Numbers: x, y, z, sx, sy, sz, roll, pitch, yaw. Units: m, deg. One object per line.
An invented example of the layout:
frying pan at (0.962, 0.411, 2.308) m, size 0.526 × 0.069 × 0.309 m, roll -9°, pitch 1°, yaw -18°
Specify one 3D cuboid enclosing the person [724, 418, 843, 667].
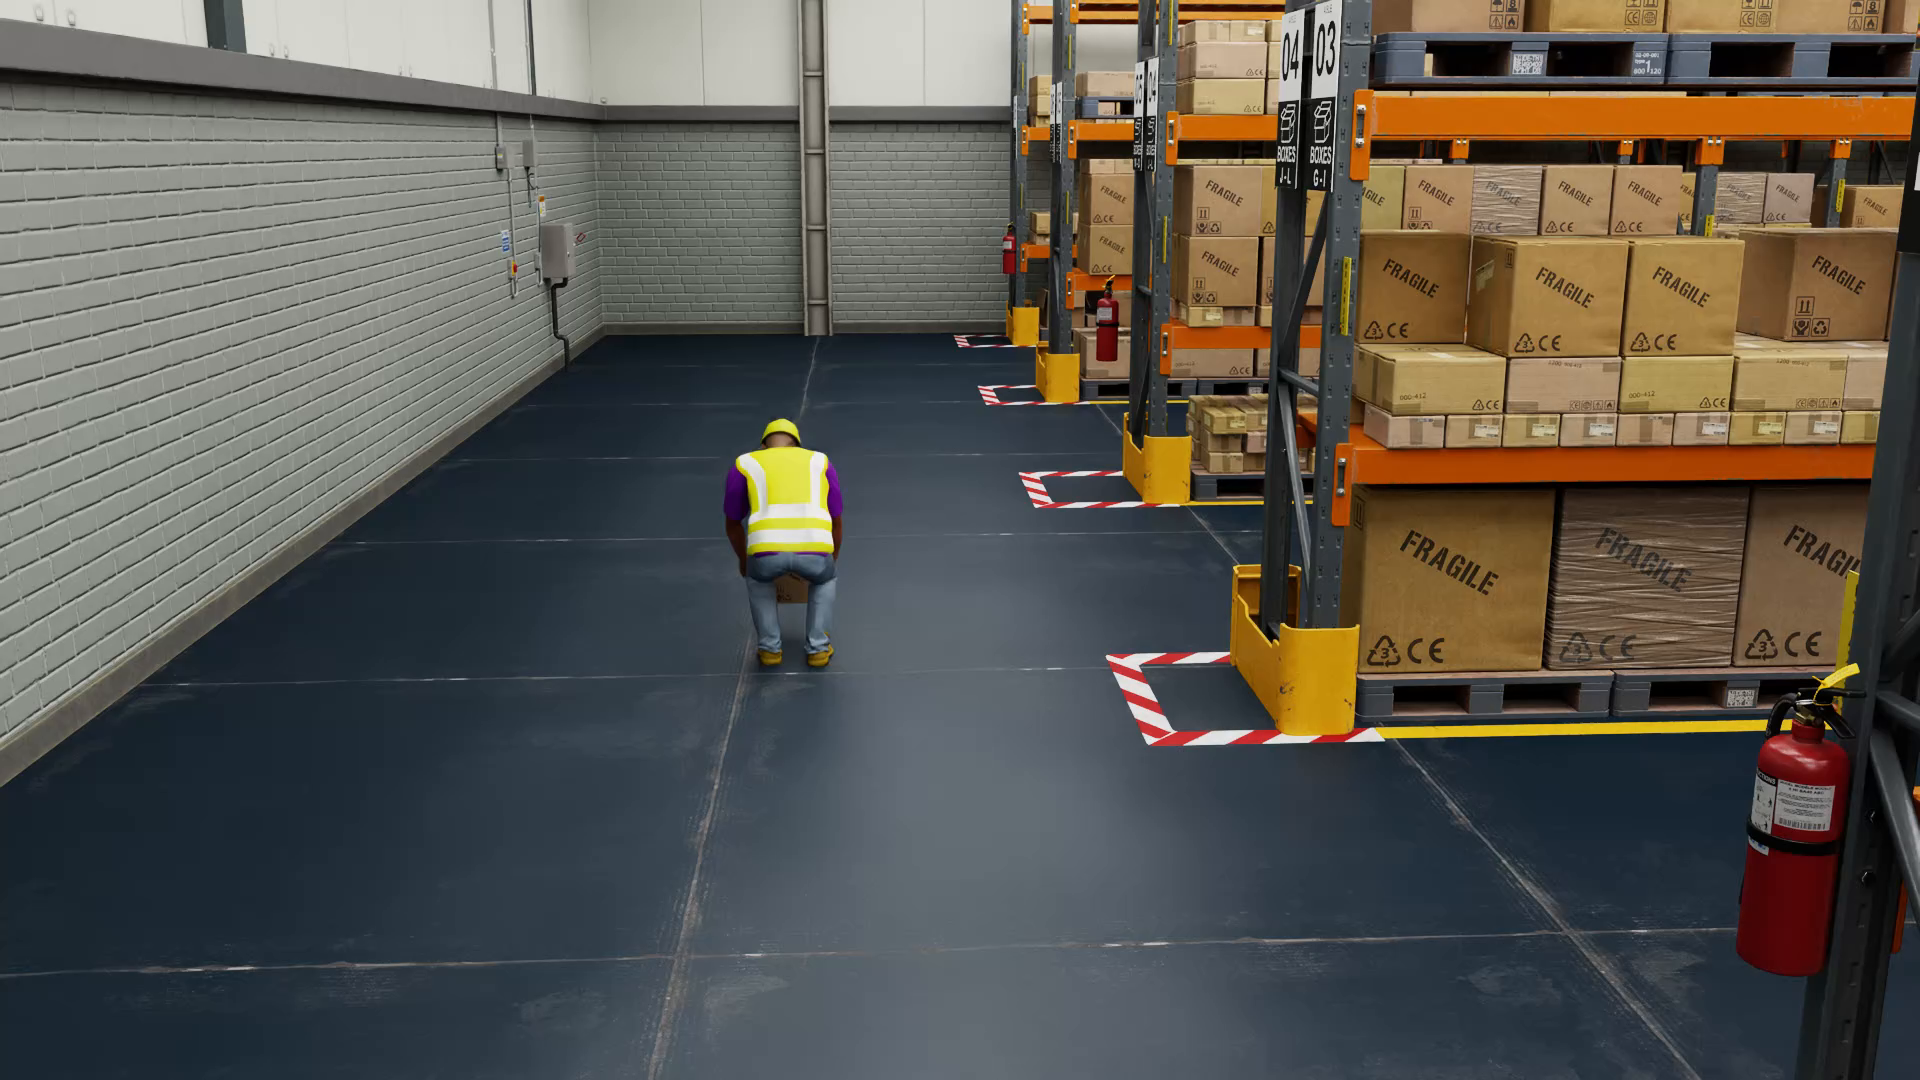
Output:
person at (-0.913, 0.016, 8.584) m, size 0.620 × 1.207 × 0.839 m, roll -1°, pitch 13°, yaw -3°
